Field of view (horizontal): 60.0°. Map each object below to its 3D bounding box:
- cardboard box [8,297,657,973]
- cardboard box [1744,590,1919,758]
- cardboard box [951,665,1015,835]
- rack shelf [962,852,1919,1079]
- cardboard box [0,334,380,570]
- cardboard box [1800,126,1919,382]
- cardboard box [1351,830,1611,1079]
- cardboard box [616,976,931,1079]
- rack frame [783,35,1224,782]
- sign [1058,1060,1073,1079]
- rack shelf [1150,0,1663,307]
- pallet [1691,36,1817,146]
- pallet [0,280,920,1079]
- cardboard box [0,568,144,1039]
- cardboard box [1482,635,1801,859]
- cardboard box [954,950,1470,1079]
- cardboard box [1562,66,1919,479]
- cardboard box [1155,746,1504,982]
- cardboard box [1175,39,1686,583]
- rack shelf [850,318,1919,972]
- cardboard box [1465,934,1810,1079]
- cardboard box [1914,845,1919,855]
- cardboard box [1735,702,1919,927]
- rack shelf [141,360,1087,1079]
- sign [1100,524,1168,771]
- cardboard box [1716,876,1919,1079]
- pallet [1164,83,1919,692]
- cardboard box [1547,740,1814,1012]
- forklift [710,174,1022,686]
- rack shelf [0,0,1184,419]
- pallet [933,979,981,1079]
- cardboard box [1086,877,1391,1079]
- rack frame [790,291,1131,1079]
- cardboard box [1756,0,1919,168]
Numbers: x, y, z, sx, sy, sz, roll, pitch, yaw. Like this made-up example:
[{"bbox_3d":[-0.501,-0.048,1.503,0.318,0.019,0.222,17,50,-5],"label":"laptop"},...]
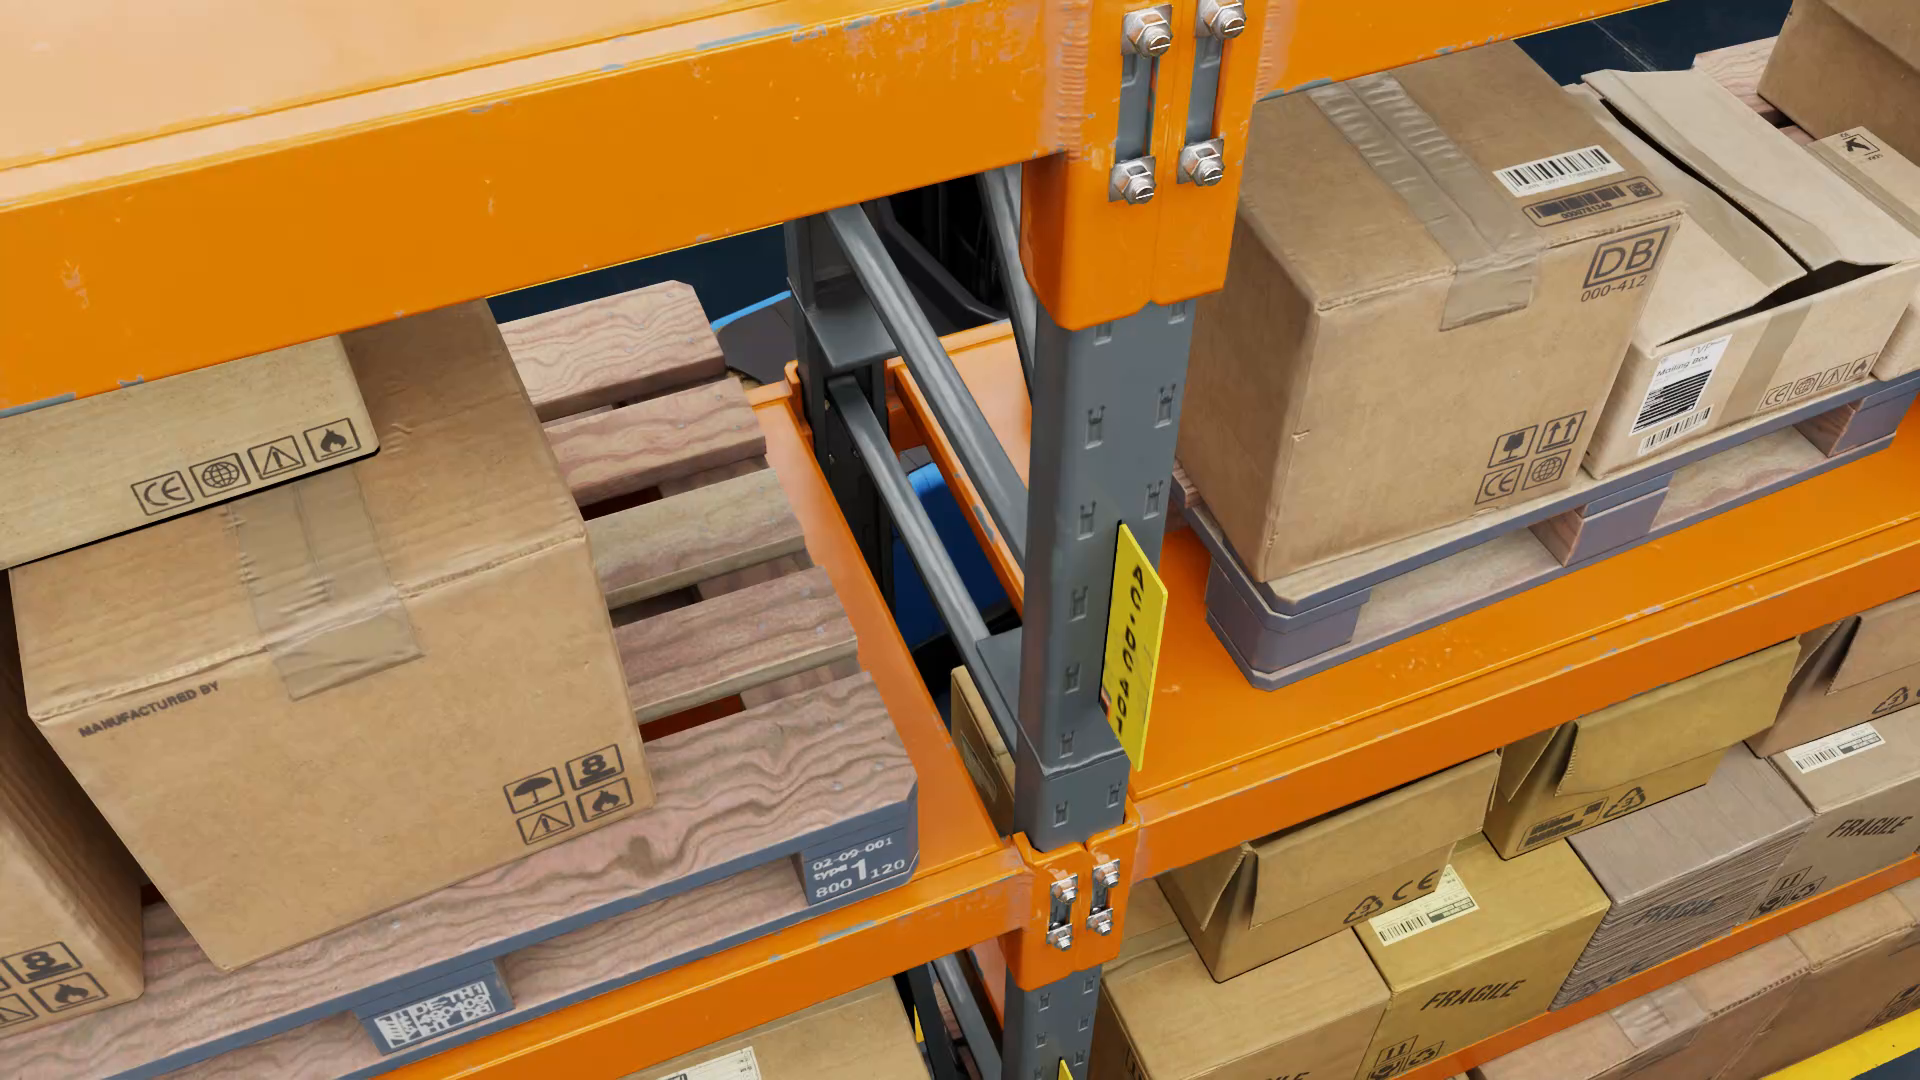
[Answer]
[{"bbox_3d":[-0.728,-0.007,1.893,0.500,0.500,0.700,-20,52,-16],"label":"cardboard box"},{"bbox_3d":[1.771,-0.021,3.564,0.637,0.503,0.797,-16,51,-13],"label":"cardboard box"},{"bbox_3d":[0.303,0.547,3.737,0.500,0.500,0.500,-17,51,-14],"label":"cardboard box"},{"bbox_3d":[1.825,0.566,4.261,4.000,0.370,1.077,-17,52,-14],"label":"rack shelf"},{"bbox_3d":[-0.900,-0.253,1.610,0.500,0.250,0.500,-20,52,-17],"label":"cardboard box"},{"bbox_3d":[1.409,-0.449,2.570,0.250,0.149,0.380,-19,52,-16],"label":"cardboard box"},{"bbox_3d":[0.959,0.772,3.544,0.500,0.500,0.500,-17,51,-14],"label":"cardboard box"},{"bbox_3d":[-0.351,0.933,2.880,0.500,0.500,0.500,-16,51,-13],"label":"cardboard box"},{"bbox_3d":[-0.026,-1.049,1.219,0.127,3.000,1.000,-17,52,-14],"label":"rack frame"},{"bbox_3d":[0.185,0.987,2.802,0.005,0.325,0.100,-17,52,-14],"label":"sign"},{"bbox_3d":[1.825,-1.258,2.137,4.000,0.370,1.077,-17,52,-14],"label":"rack shelf"},{"bbox_3d":[2.066,-0.613,2.946,1.213,0.211,1.003,-15,51,-13],"label":"pallet"},{"bbox_3d":[-0.788,0.184,2.196,1.213,0.211,1.003,-17,52,-14],"label":"pallet"},{"bbox_3d":[-1.228,0.144,1.763,0.500,0.500,0.700,-15,51,-12],"label":"cardboard box"},{"bbox_3d":[1.202,0.168,3.401,0.637,0.503,0.797,-17,51,-14],"label":"cardboard box"},{"bbox_3d":[0.558,1.263,4.312,0.875,0.875,1.225,-17,51,-14],"label":"cardboard box"},{"bbox_3d":[1.023,-0.431,2.448,0.500,0.311,0.500,-19,52,-15],"label":"cardboard box"},{"bbox_3d":[0.562,0.357,3.239,0.637,0.503,0.797,-18,52,-15],"label":"cardboard box"},{"bbox_3d":[0.507,-0.415,2.309,0.500,0.500,0.700,-16,51,-13],"label":"cardboard box"},{"bbox_3d":[1.825,-0.411,3.123,4.000,0.370,1.077,-17,52,-14],"label":"rack shelf"},{"bbox_3d":[1.385,1.006,4.532,0.875,0.875,1.225,-19,52,-15],"label":"cardboard box"},{"bbox_3d":[2.370,0.331,3.923,0.500,0.500,0.500,-19,52,-15],"label":"cardboard box"},{"bbox_3d":[1.899,0.476,3.798,0.500,0.500,0.500,-16,51,-14],"label":"cardboard box"},{"bbox_3d":[-1.878,0.736,2.138,4.000,0.370,1.077,-17,52,-14],"label":"rack shelf"},{"bbox_3d":[0.185,0.123,1.797,0.005,0.325,0.100,-17,52,-14],"label":"sign"},{"bbox_3d":[2.202,0.747,4.755,0.875,0.875,1.225,-17,51,-14],"label":"cardboard box"},{"bbox_3d":[0.804,-0.307,2.686,1.217,0.209,0.805,-19,52,-16],"label":"pallet"},{"bbox_3d":[1.422,0.628,3.667,0.500,0.500,0.500,-18,52,-15],"label":"cardboard box"},{"bbox_3d":[0.577,-1.238,5.381,3.031,2.935,1.130,-27,55,-21],"label":"forklift"},{"bbox_3d":[-1.878,-0.111,1.151,4.000,0.370,1.077,-17,52,-14],"label":"rack shelf"},{"bbox_3d":[0.659,1.540,4.789,1.213,0.211,1.003,-17,52,-14],"label":"pallet"},{"bbox_3d":[0.494,0.916,3.420,0.500,0.500,0.500,-17,51,-14],"label":"cardboard box"},{"bbox_3d":[-0.026,0.905,3.495,0.127,3.000,1.000,-17,52,-14],"label":"rack frame"},{"bbox_3d":[1.793,-0.789,2.628,0.637,0.503,0.797,-18,52,-15],"label":"cardboard box"}]
